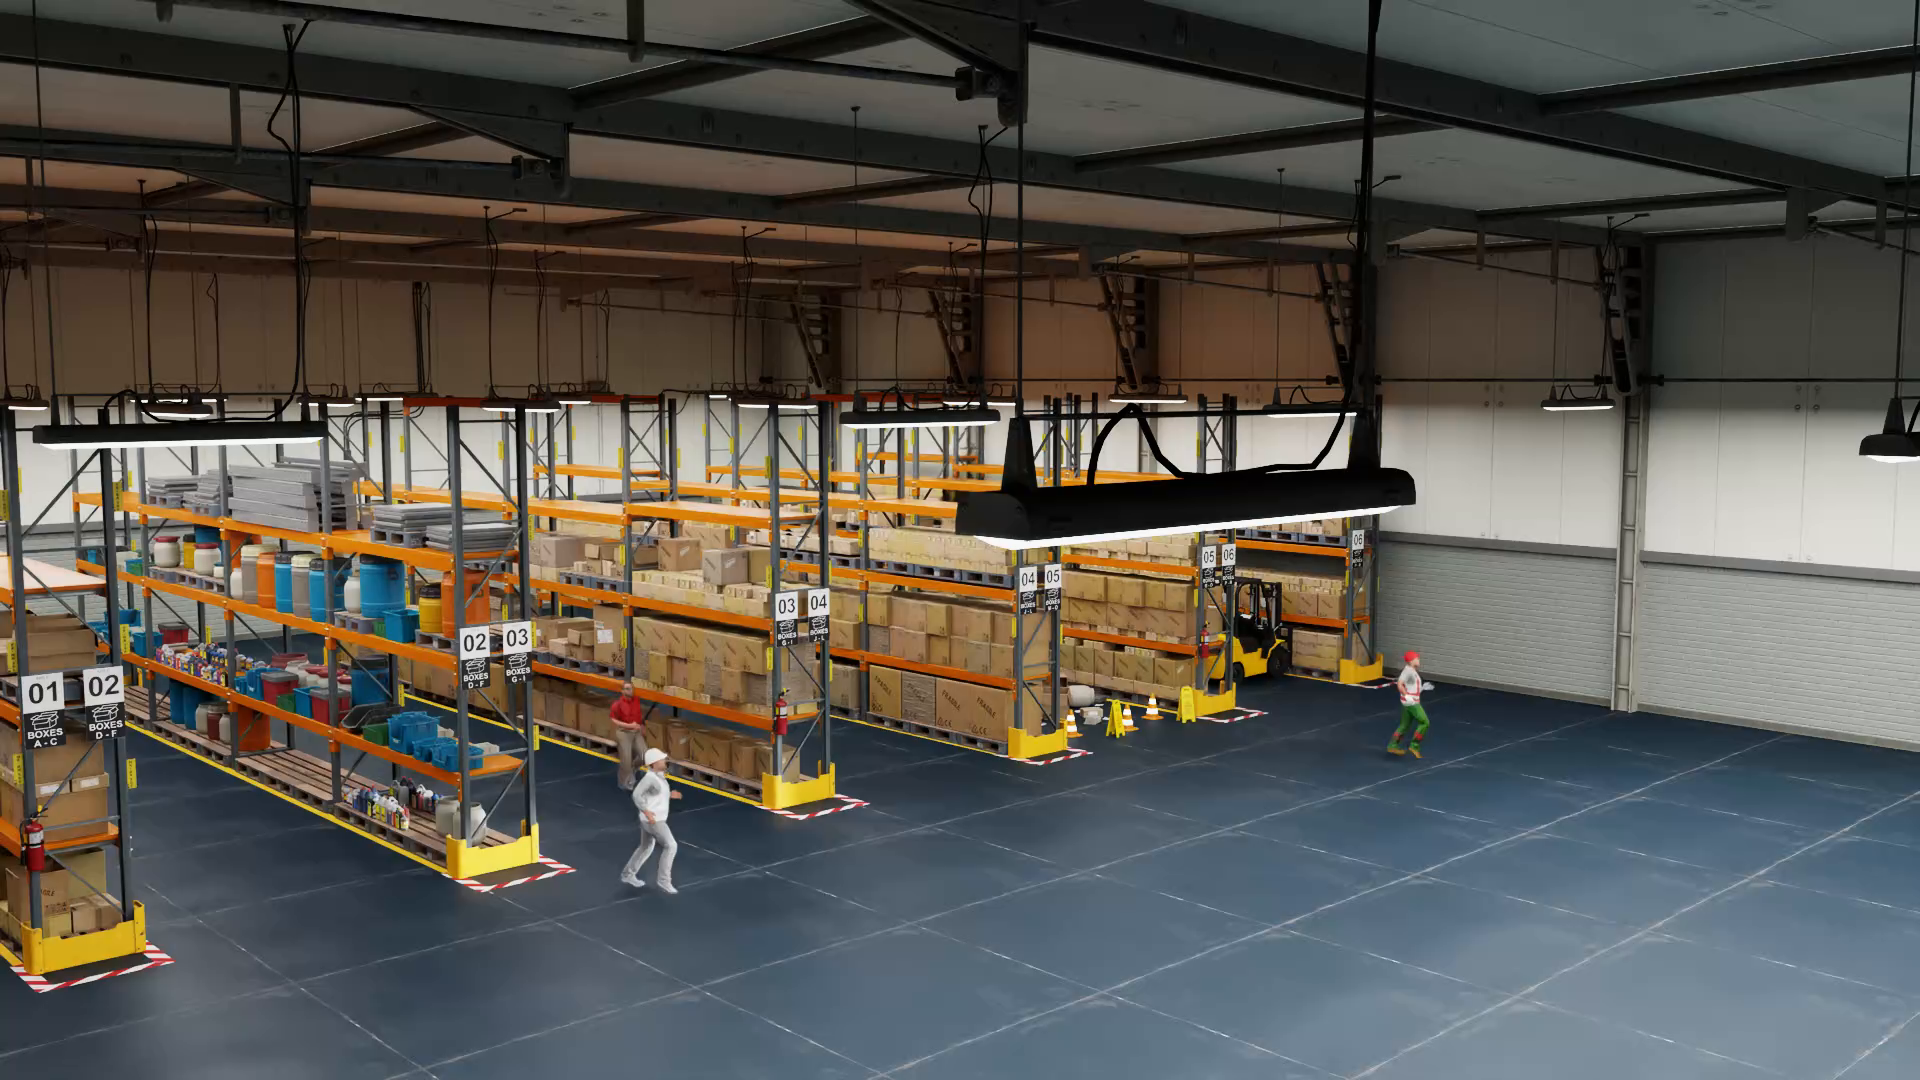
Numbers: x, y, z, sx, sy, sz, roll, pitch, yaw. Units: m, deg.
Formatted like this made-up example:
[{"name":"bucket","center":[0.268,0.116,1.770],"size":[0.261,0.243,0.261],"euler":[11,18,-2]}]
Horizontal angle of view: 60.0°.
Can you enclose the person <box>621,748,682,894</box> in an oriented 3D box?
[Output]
[{"name":"person","center":[-3.815,3.474,20.552],"size":[0.772,1.835,0.643],"euler":[-1,6,-9]}]

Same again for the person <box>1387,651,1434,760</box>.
[{"name":"person","center":[7.545,2.765,27.786],"size":[0.754,1.830,0.632],"euler":[1,6,8]}]

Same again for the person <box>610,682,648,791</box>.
[{"name":"person","center":[-5.044,3.017,25.547],"size":[0.607,1.688,0.651],"euler":[5,7,42]}]
